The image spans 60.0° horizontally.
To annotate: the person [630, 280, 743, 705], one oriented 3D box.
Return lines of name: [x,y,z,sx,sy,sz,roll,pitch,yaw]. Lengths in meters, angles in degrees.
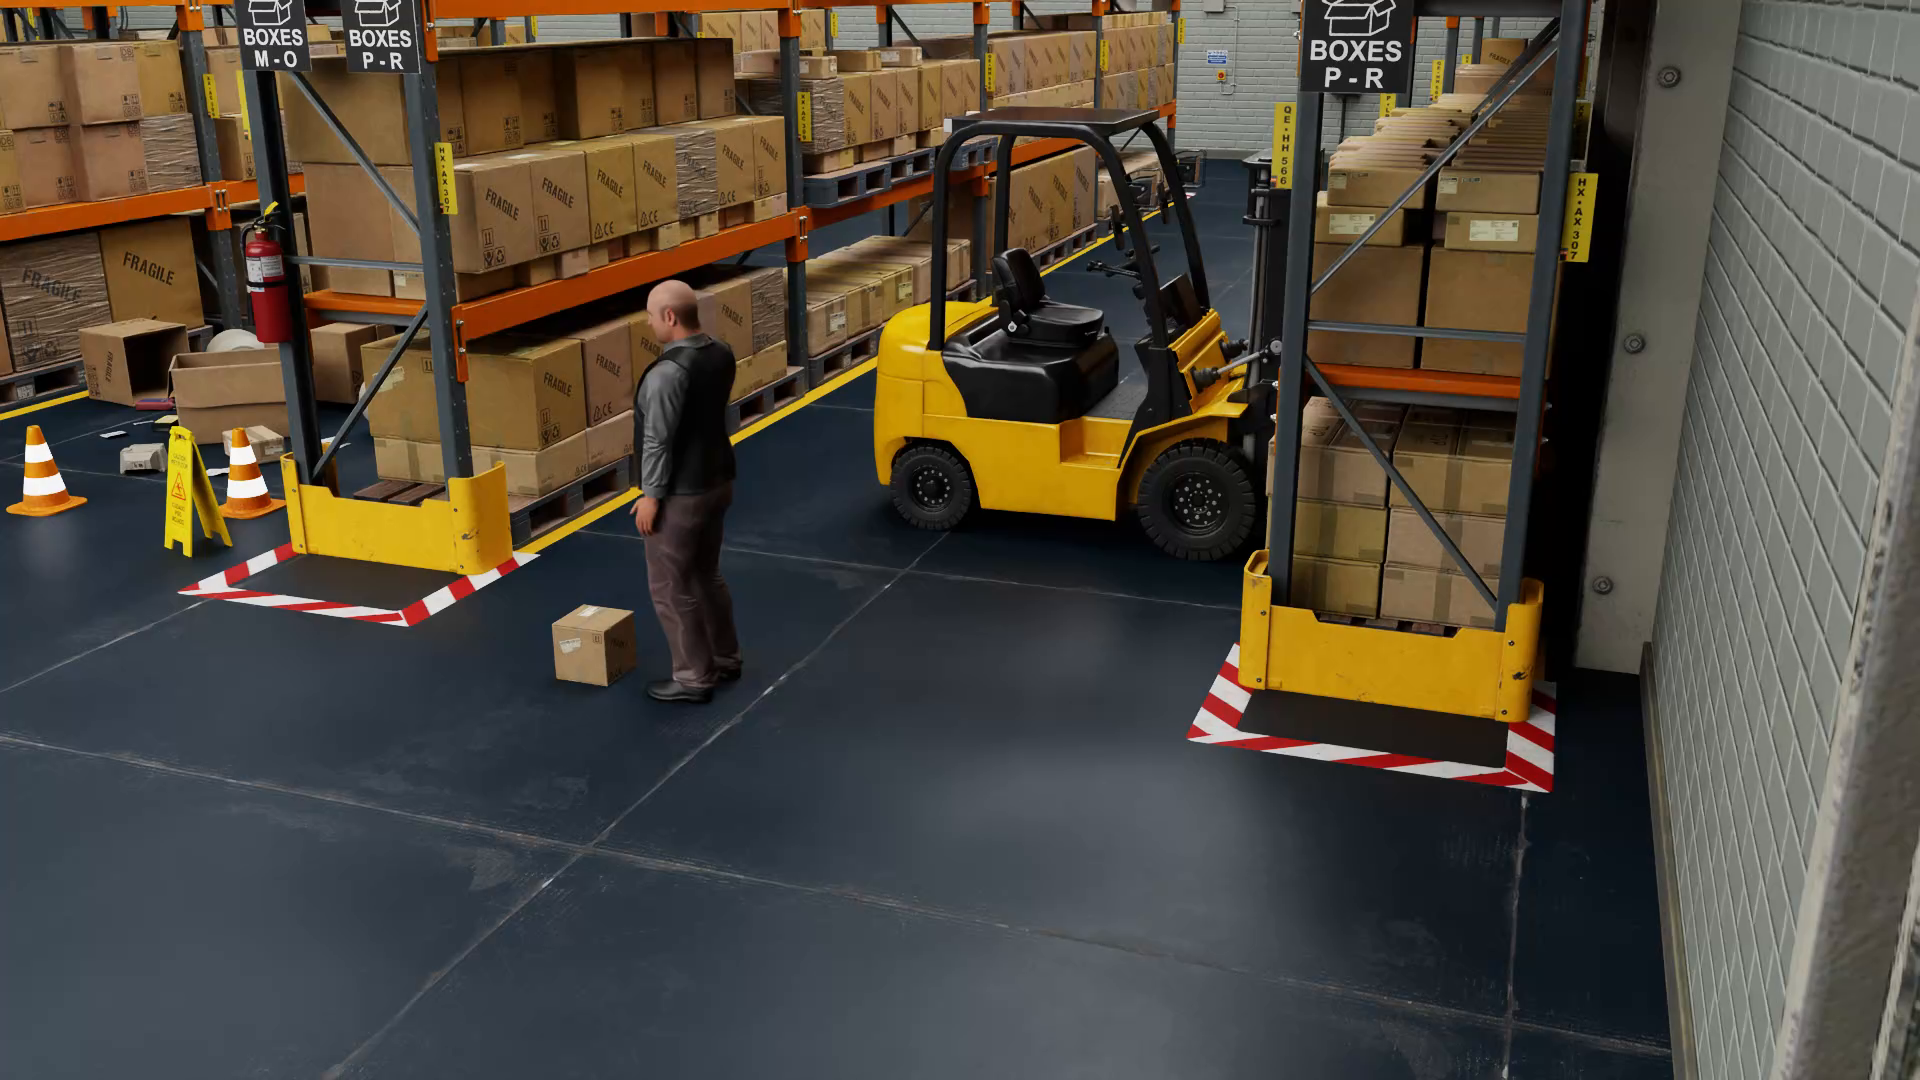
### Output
person: [-1.106,-0.188,6.678,0.357,1.713,0.534,7,20,19]
